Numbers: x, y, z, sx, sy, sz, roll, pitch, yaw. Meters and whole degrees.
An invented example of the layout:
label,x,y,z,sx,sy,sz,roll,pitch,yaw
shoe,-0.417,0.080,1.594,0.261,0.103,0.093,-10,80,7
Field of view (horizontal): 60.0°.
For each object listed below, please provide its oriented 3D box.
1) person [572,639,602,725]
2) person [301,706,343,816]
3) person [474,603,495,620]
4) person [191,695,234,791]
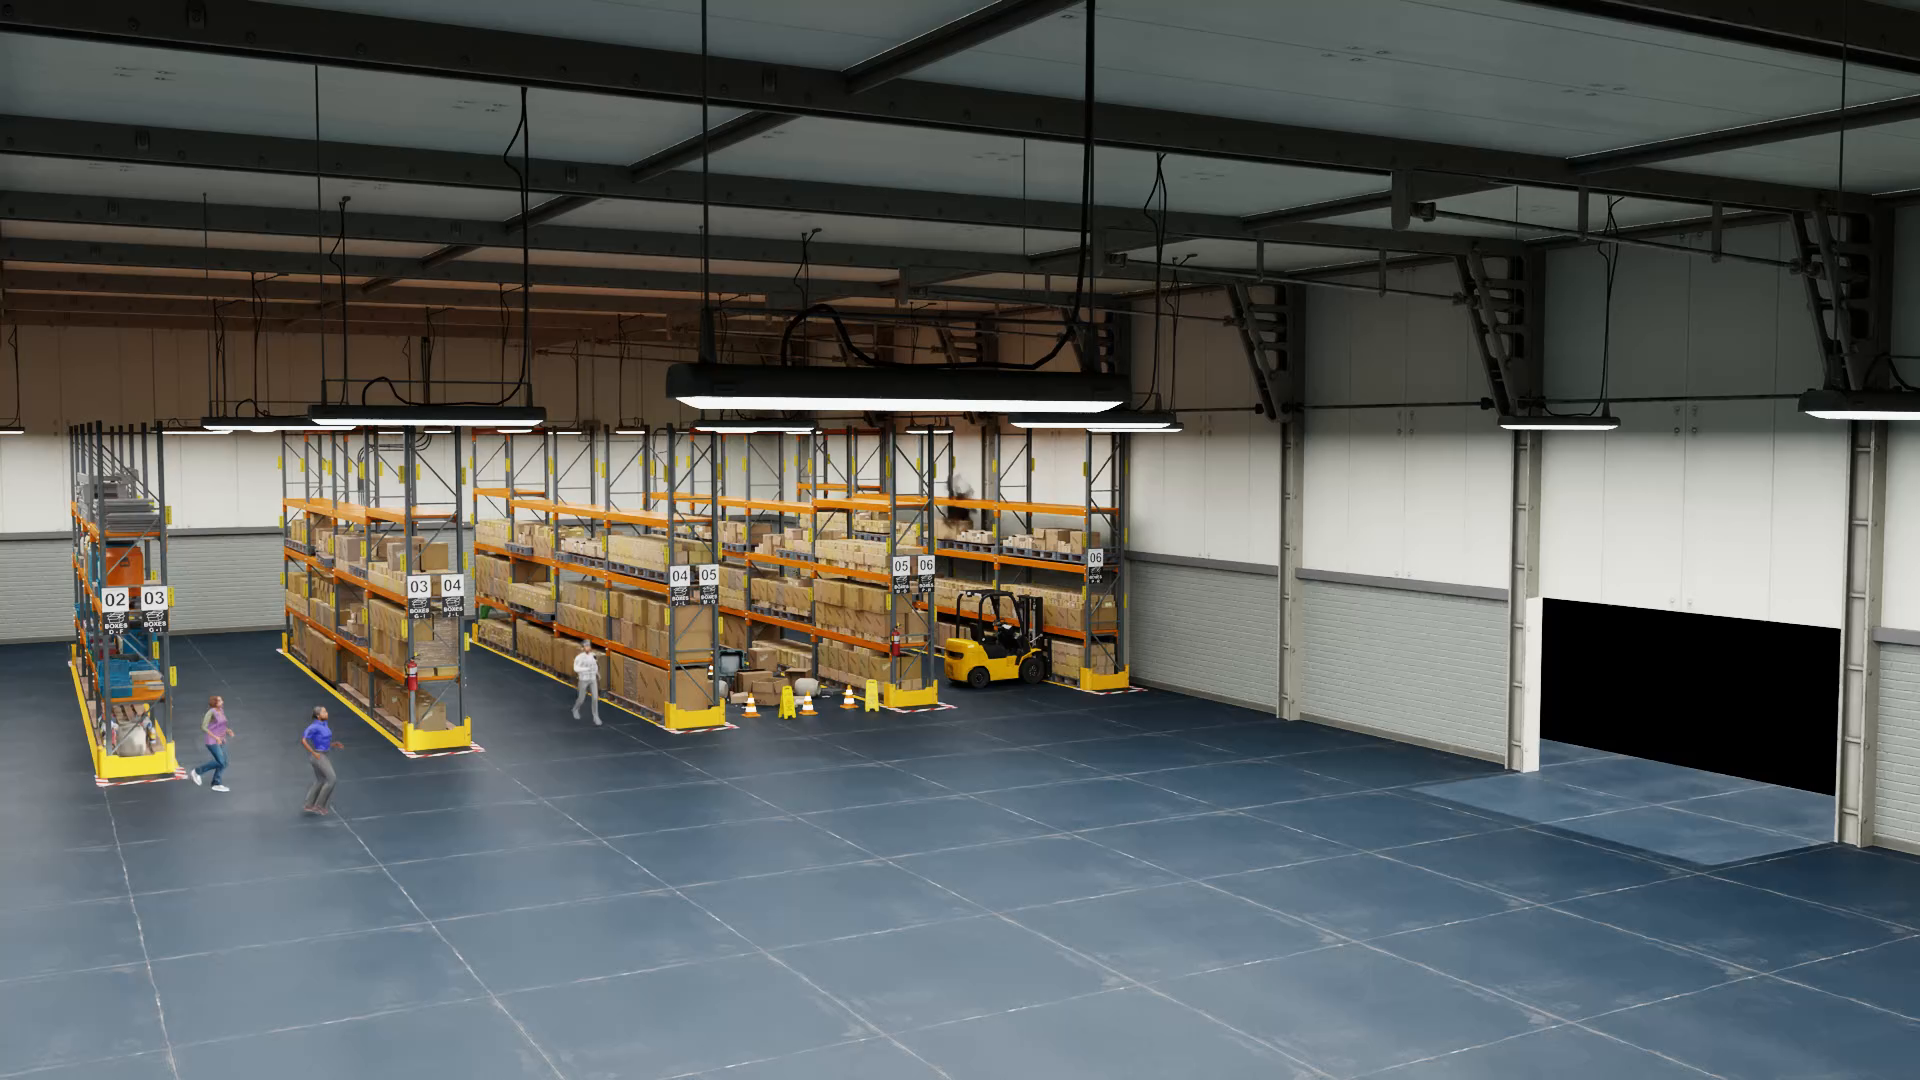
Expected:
label,x,y,z,sx,sy,sz,roll,pitch,yaw
person,-7.430,2.805,33.172,0.610,1.680,0.938,-3,5,-39
person,-9.673,3.377,25.219,0.611,1.671,0.556,0,4,-6
person,-13.630,1.891,47.995,0.656,1.749,0.704,3,5,39
person,-12.106,3.288,26.952,0.591,1.577,0.535,0,4,0
